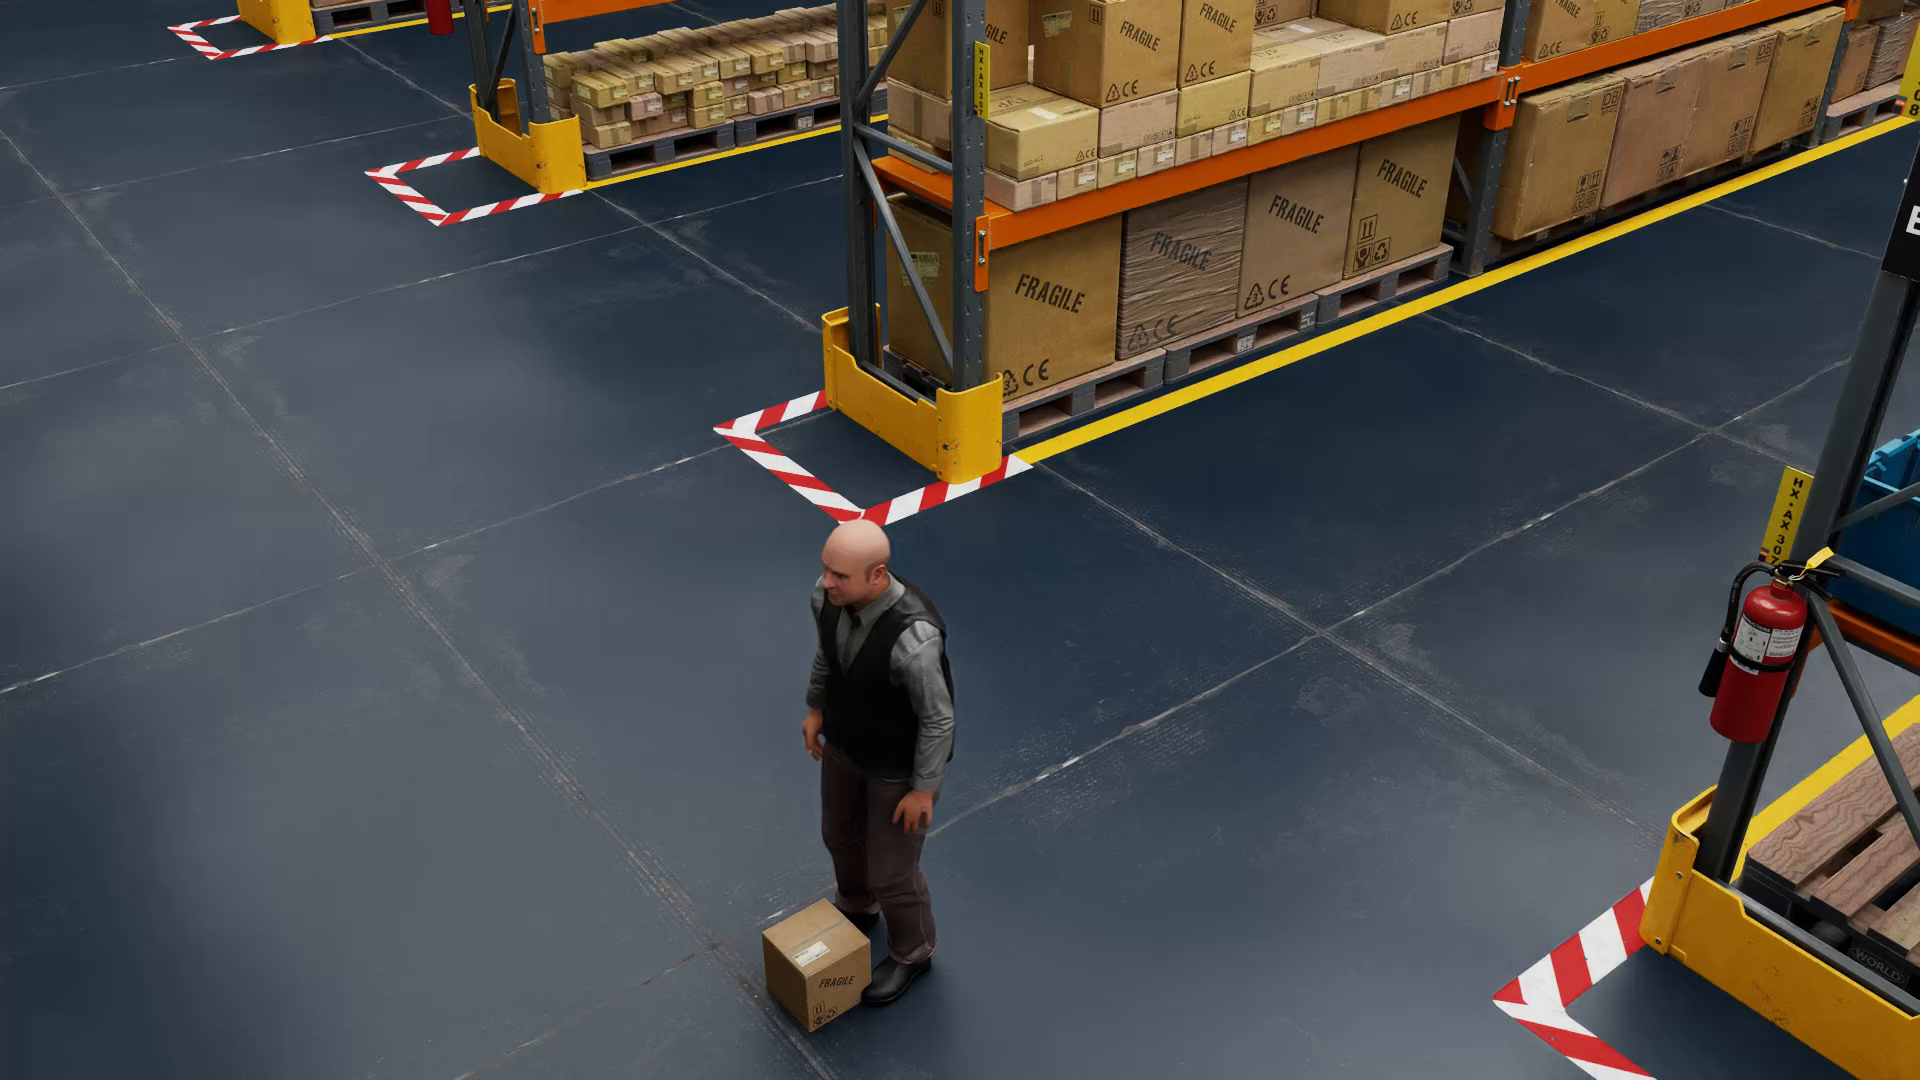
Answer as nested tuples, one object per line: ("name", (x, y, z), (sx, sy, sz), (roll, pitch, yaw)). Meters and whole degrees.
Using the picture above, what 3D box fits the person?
("person", (-0.239, 0.651, 5.115), (0.413, 1.721, 0.589), (-24, 39, -33))
